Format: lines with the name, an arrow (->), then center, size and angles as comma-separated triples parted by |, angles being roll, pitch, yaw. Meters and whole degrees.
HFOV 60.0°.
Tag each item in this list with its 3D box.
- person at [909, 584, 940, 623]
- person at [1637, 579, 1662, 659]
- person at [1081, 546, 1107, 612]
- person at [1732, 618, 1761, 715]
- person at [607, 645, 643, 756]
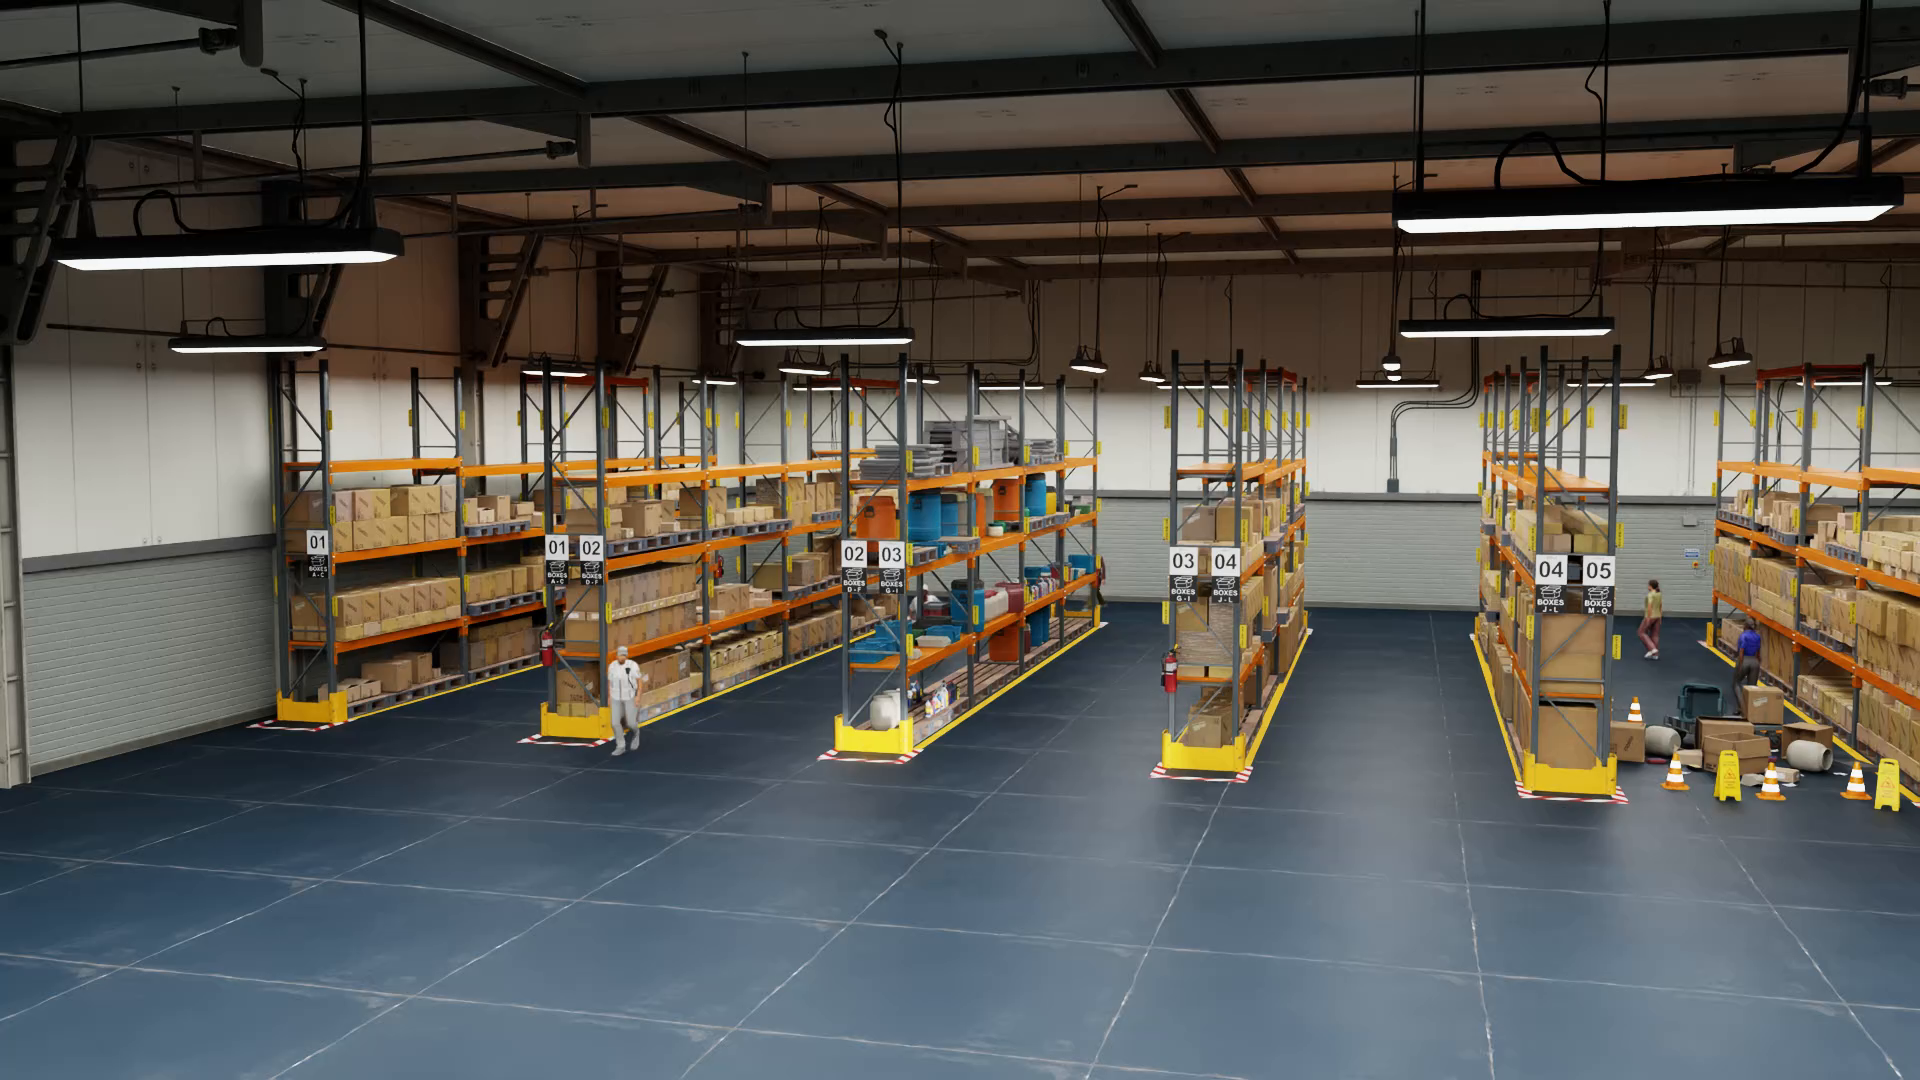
person -> -0.687, 1.723, 33.942 | 0.693, 1.686, 0.646 | 2, 4, 24
person -> 14.531, 1.661, 34.856 | 0.488, 1.670, 0.460 | -2, 5, -30
person -> 3.475, 1.008, 43.312 | 1.206, 1.716, 0.582 | -4, 6, -44
person -> 13.358, 2.165, 28.150 | 0.458, 1.686, 0.476 | 0, 4, -3
person -> -5.039, 2.391, 25.019 | 0.549, 1.653, 0.588 | 0, 4, 7
